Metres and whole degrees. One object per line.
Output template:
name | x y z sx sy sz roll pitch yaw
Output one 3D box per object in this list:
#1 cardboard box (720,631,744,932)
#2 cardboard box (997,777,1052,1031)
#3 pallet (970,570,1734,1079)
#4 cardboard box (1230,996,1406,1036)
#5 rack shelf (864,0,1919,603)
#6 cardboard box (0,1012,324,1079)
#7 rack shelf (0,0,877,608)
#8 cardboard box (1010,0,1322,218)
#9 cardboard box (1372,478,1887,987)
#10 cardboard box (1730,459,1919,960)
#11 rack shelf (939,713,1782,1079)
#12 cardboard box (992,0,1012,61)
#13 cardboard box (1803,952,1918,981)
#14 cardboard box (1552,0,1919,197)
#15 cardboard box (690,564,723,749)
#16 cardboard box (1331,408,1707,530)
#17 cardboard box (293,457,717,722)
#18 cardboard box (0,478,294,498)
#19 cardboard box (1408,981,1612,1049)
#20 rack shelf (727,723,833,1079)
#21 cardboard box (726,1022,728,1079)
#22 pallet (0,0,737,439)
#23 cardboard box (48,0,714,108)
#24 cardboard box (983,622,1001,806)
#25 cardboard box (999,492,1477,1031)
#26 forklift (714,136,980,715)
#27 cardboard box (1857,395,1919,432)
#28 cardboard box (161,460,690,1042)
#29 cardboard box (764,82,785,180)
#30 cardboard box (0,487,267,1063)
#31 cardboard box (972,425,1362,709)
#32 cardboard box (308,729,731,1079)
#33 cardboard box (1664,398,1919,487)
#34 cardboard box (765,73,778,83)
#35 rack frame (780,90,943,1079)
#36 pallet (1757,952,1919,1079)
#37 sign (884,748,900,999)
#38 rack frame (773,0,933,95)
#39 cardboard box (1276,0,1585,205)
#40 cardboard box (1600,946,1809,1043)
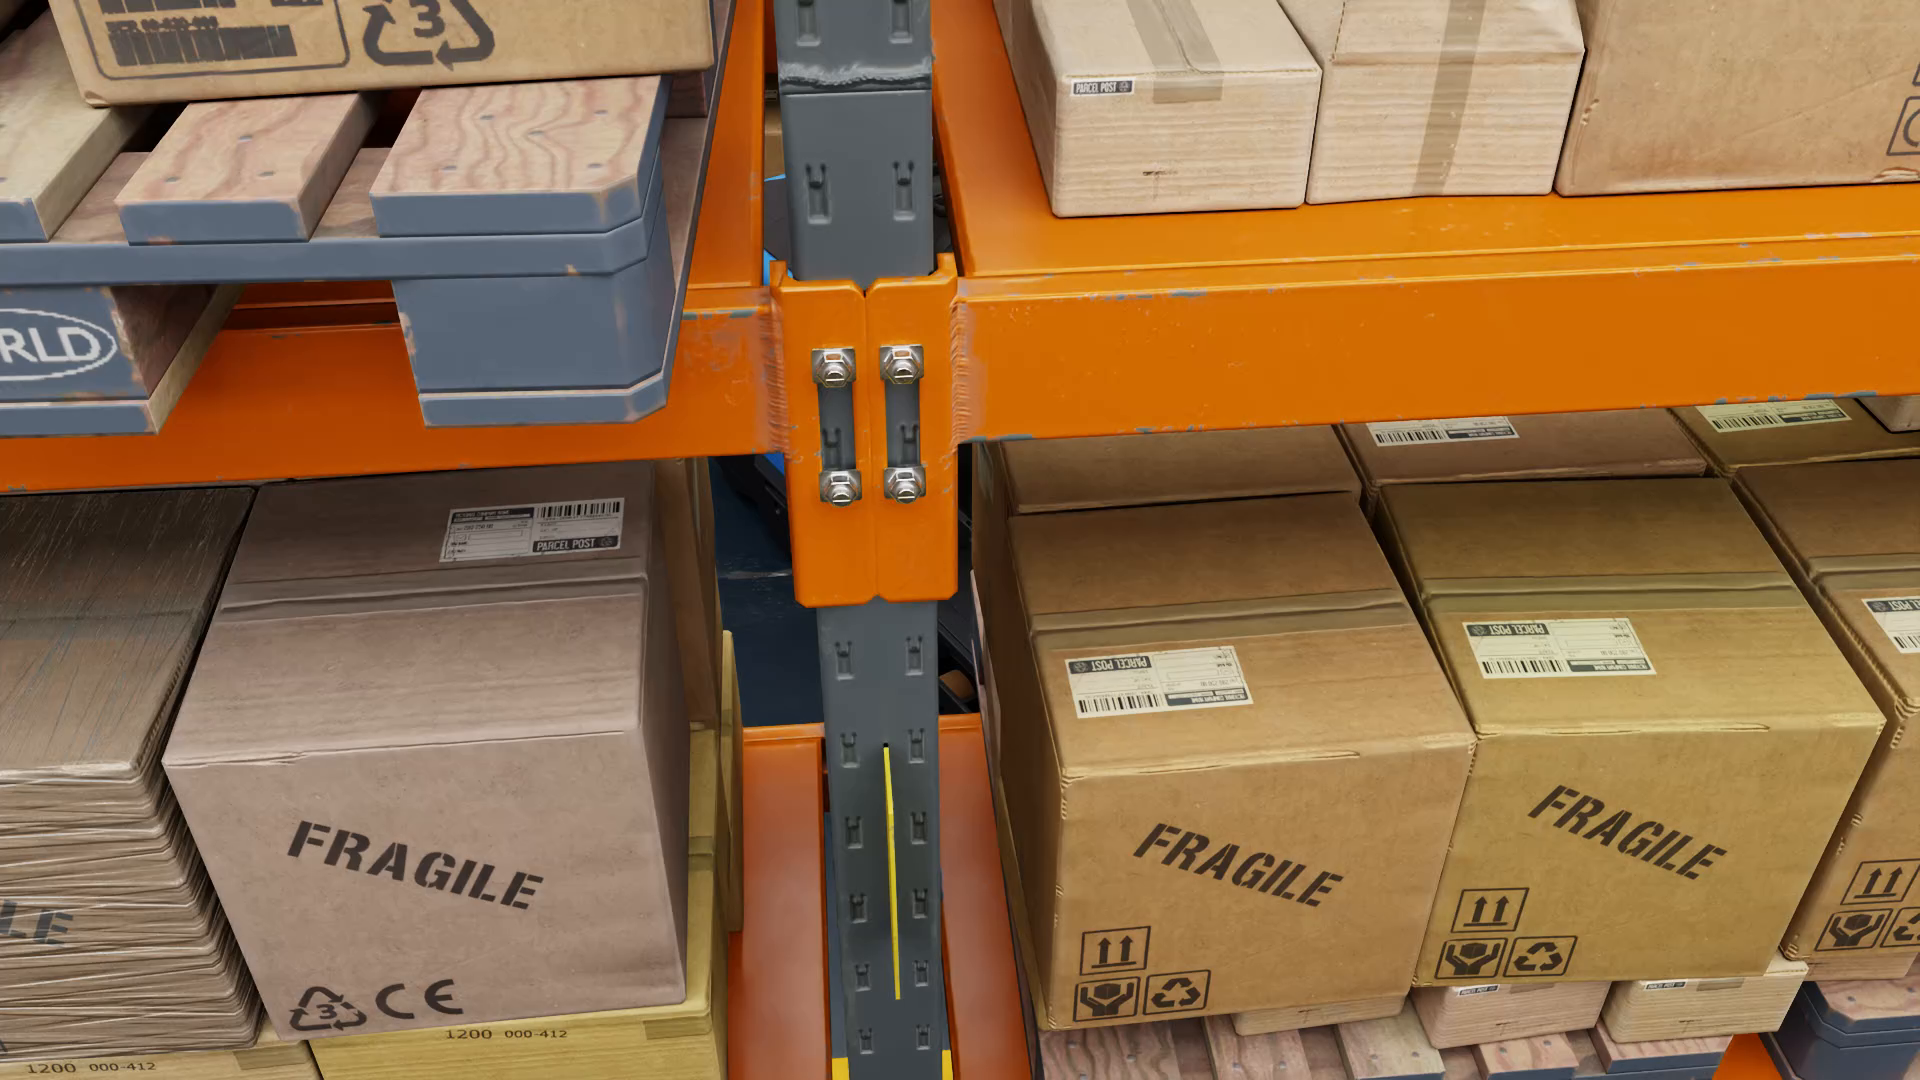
cardboard box | -0.640 0.429 2.906 0.500 0.250 0.500 -4 38 -5
cardboard box | 0.210 0.529 2.521 0.250 0.149 0.380 -5 39 -7
pallet | 0.570 0.469 2.889 1.003 0.211 1.213 -3 38 -4
cardboard box | 0.495 0.534 2.515 0.250 0.149 0.380 -5 39 -7
rack shelf | 1.862 -0.506 2.129 4.000 0.370 1.077 -3 38 -4
cardboard box | -1.100 0.575 2.317 0.500 0.250 0.500 -4 38 -5
rack shelf | -2.122 -0.287 1.851 4.000 0.370 1.077 -3 38 -4
cardboard box | 0.199 -0.493 1.734 0.250 0.149 0.380 -3 38 -4
cardboard box | 0.857 0.263 2.335 0.500 0.500 0.500 -1 38 -2
cardboard box | 1.385 0.230 2.378 0.500 0.500 0.500 -3 38 -3
rack shelf | 1.862 0.671 3.058 4.000 0.370 1.077 -3 38 -4
cardboard box | 0.165 -0.727 2.031 0.250 0.149 0.380 -3 38 -4
cardboard box | 1.280 0.484 2.579 0.250 0.149 0.380 -1 38 -1
cardboard box | 0.815 -0.764 1.795 0.500 0.500 0.700 -3 38 -4
cardboard box | -0.657 0.237 2.746 0.500 0.250 0.500 -3 38 -4
cardboard box | 0.812 -0.054 2.737 0.500 0.500 0.500 -4 38 -5
cardboard box | -0.643 -0.057 2.513 0.500 0.500 0.500 -4 38 -5
cardboard box | -1.136 -0.024 2.471 0.500 0.500 0.500 -3 38 -4
cardboard box | 0.771 0.548 2.498 0.250 0.149 0.380 -6 39 -7
rack shelf | -2.122 0.891 2.780 4.000 0.370 1.077 -3 38 -4
cardboard box | -0.611 0.745 2.505 0.500 0.250 0.500 -4 38 -6
pallet | -0.767 -0.537 1.740 1.003 0.211 1.213 -1 38 -2
cardboard box | -0.492 -0.771 1.461 0.637 0.503 0.797 -5 39 -7
cardboard box | 0.176 0.269 2.851 0.250 0.149 0.380 -2 38 -2
cardboard box | 0.339 0.296 2.294 0.500 0.500 0.500 -4 38 -5
forklift | 0.348 -0.831 4.436 1.130 2.935 3.031 -23 44 -26
cardboard box | 1.474 -0.341 2.577 0.250 0.149 0.380 -5 39 -6
cardboard box | -0.622 0.257 2.115 0.500 0.500 0.500 -4 38 -5
cardboard box | -0.976 -1.592 7.024 0.500 0.500 0.500 -2 38 -3
cardboard box | -1.132 0.290 2.073 0.500 0.500 0.500 -3 38 -3
cardboard box | 0.298 -0.019 2.692 0.500 0.500 0.500 -4 38 -5
cardboard box | -0.590 0.545 2.356 0.500 0.250 0.500 -3 38 -4
cardboard box | 1.315 -0.082 2.773 0.500 0.500 0.500 -6 39 -7
cardboard box | -1.018 -1.897 7.412 0.500 0.500 0.500 -2 38 -2
rack frame | -0.130 0.499 2.697 0.127 3.000 1.000 -3 38 -4
pallet | 1.838 0.440 2.926 1.213 0.211 1.003 -3 38 -4
sign | -0.078 0.386 1.904 0.005 0.325 0.100 -3 38 -4
rack frame | -0.130 -1.857 0.838 0.127 3.000 1.000 -3 38 -4
cardboard box | 0.453 -0.553 1.716 0.258 0.266 0.396 -3 38 -4
cardboard box | 1.047 0.546 2.501 0.250 0.149 0.380 -3 38 -4
